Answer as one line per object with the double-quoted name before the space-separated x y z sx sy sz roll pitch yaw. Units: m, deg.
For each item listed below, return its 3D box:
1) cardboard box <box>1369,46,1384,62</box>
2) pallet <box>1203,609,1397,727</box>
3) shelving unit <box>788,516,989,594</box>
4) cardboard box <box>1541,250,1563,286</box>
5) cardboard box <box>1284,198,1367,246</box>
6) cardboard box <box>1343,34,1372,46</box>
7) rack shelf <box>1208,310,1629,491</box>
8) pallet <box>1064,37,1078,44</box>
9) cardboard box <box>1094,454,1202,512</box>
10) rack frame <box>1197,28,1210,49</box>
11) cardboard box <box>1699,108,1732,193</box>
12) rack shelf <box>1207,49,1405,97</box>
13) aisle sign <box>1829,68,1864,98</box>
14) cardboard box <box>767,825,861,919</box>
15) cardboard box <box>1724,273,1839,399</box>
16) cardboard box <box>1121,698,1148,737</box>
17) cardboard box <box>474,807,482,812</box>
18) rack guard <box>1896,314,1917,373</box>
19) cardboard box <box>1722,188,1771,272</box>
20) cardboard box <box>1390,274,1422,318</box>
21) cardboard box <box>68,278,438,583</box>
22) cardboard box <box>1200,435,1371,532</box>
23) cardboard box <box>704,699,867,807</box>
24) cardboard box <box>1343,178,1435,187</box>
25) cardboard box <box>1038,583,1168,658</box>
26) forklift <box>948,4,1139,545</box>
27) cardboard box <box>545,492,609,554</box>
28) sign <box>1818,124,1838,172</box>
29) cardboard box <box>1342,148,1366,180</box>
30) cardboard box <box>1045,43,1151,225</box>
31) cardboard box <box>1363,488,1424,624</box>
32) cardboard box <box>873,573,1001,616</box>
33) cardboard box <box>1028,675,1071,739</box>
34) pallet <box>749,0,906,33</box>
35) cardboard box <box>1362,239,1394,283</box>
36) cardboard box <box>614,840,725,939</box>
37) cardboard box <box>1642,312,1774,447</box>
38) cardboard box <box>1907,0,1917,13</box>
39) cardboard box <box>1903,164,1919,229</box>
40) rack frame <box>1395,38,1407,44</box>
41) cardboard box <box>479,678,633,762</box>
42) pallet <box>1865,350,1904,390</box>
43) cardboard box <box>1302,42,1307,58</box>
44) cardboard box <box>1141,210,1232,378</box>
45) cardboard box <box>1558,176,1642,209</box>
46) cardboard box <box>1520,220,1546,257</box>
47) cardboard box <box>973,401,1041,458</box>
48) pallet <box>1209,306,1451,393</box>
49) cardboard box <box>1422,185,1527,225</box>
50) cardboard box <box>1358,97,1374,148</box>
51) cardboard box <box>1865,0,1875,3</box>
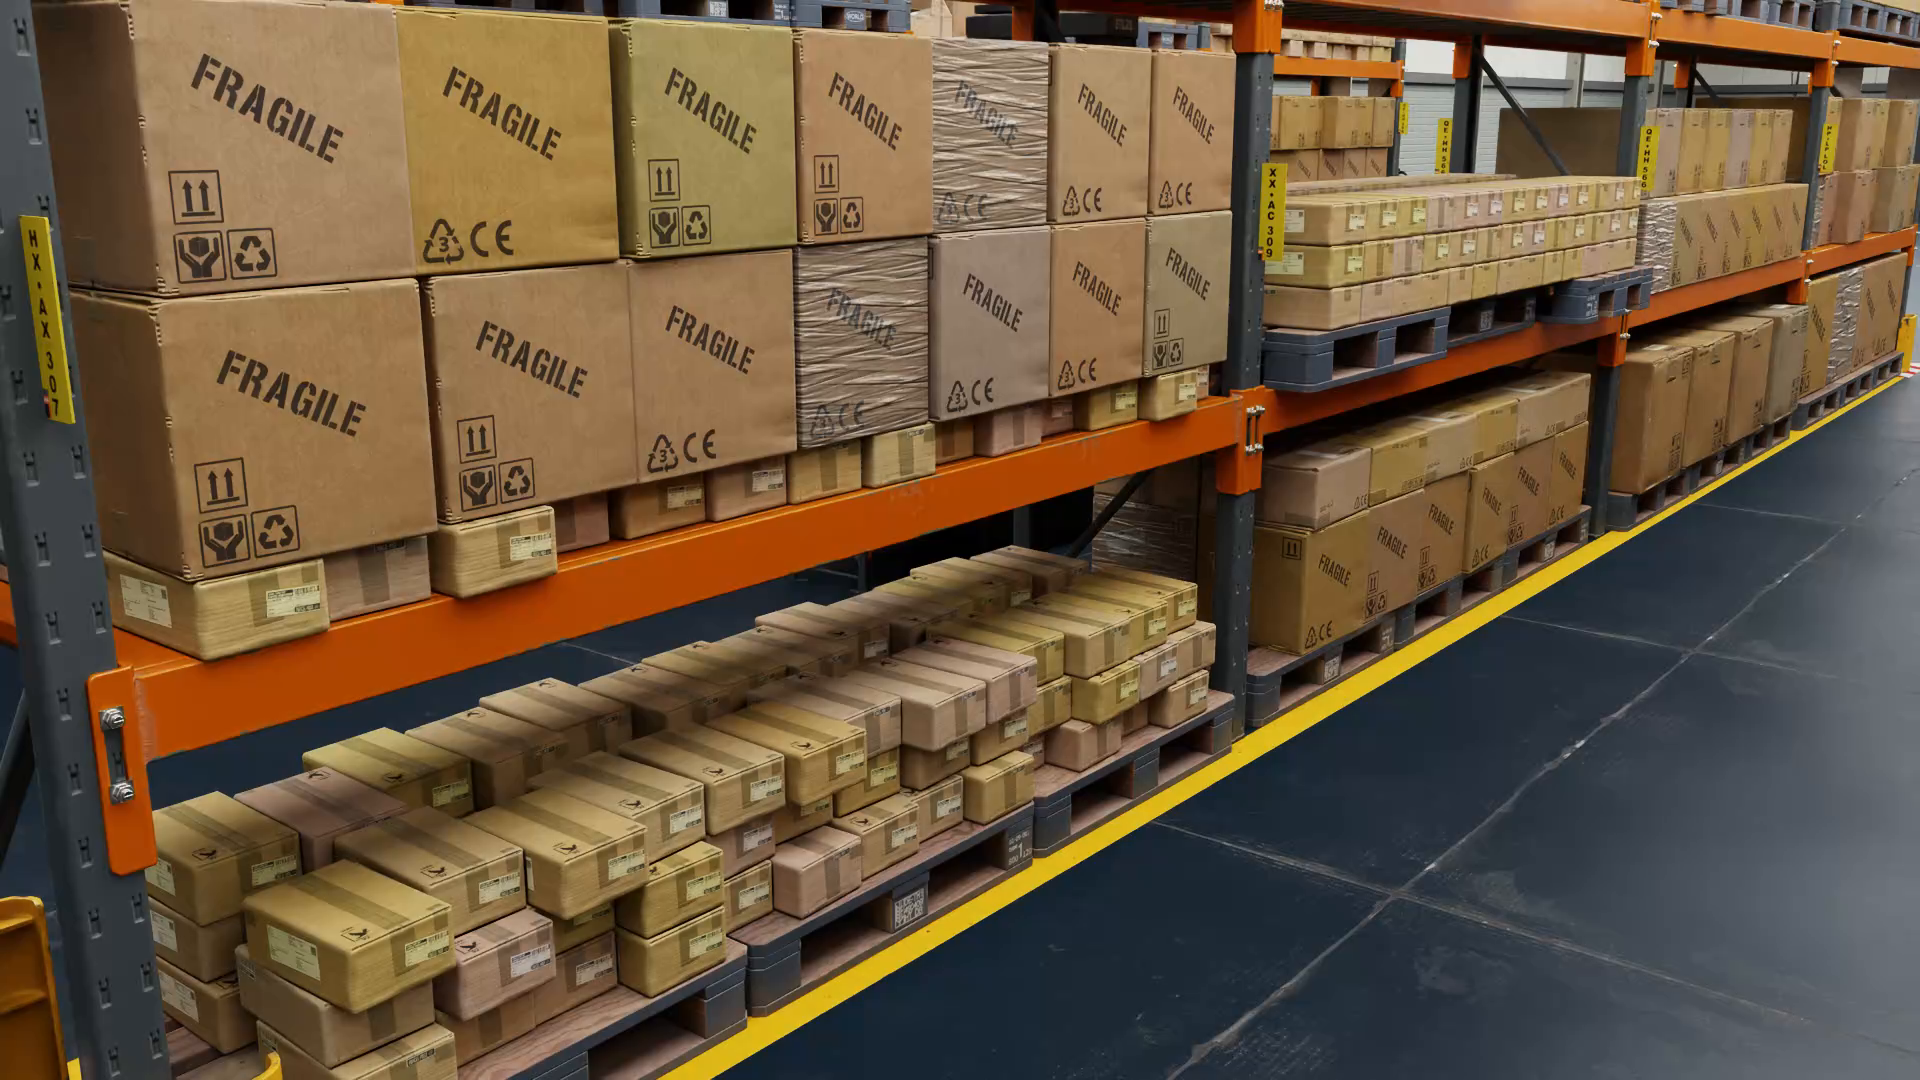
"cardboard box" 4.126 -4.993 17.103 0.380 0.149 0.250 11 18 38
"pallet" 1.124 0.422 7.034 1.003 0.211 1.213 11 18 38
"shelving unit" -0.354 -0.416 8.476 0.538 1.125 1.048 10 17 35
"cardboard box" 2.551 -1.267 7.676 0.380 0.149 0.250 10 18 35
"cardboard box" 1.241 -1.155 6.026 0.380 0.149 0.250 12 19 40
"cardboard box" 3.824 -5.117 16.781 0.500 0.250 0.500 11 18 37
"rack shelf" 1.893 -0.815 7.699 1.077 0.370 4.000 11 18 38
"pallet" 0.630 -4.121 13.542 1.213 0.211 1.003 11 18 38
"cardboard box" 0.907 -0.318 6.982 0.500 0.250 0.500 11 18 36
"rack frame" 1.750 -3.059 15.073 1.000 3.000 0.127 11 18 38
"cardboard box" 4.398 -2.458 10.471 0.700 0.500 0.500 11 18 37
"rack shelf" 3.007 -4.547 16.300 1.077 0.370 4.000 11 18 38
"aisle sign" 7.989 -4.399 15.065 0.394 0.787 0.004 11 18 38
"cardboard box" -0.492 0.872 4.536 0.380 0.149 0.250 10 17 35
"cardboard box" 6.113 -1.596 12.775 0.875 0.875 0.875 12 18 38
"cardboard box" 0.426 0.562 5.754 0.380 0.149 0.250 12 18 39
"cardboard box" -1.194 0.739 4.455 0.380 0.149 0.250 11 18 37
"rack guard" 8.193 -1.872 15.475 1.175 0.500 0.348 11 18 38
"cardboard box" 4.908 -2.026 10.803 0.500 0.500 0.500 11 18 38
"cardboard box" 1.571 -0.968 6.498 0.380 0.149 0.250 11 18 38
"cardboard box" -1.381 -0.250 3.209 0.500 0.500 0.500 12 19 40
"cardboard box" 1.306 -0.237 6.663 0.500 0.250 0.500 10 18 35
"cardboard box" -0.473 0.573 4.506 0.380 0.149 0.250 12 18 38
"cardboard box" 2.049 -1.657 8.003 0.380 0.149 0.250 12 19 40
"cardboard box" 0.485 0.273 5.685 0.380 0.149 0.250 12 18 38
"forklift" 0.832 -1.704 9.878 1.130 2.935 3.031 10 17 35
"cardboard box" -1.025 -0.073 3.829 0.380 0.149 0.250 12 19 40
"sign" 6.092 -2.753 11.678 0.100 0.325 0.005 11 18 38
"cardboard box" 3.819 -3.776 17.088 0.500 0.500 0.500 11 18 38
"cardboard box" 0.230 -1.226 5.019 0.500 0.500 0.500 11 18 36
"cardboard box" 1.638 0.025 7.154 0.500 0.500 0.500 12 19 40
"cardboard box" -0.082 0.243 5.803 0.380 0.149 0.250 11 18 37
"cardboard box" 0.136 0.504 5.381 0.380 0.149 0.250 11 18 38
"pallet" -1.127 -3.524 11.194 1.213 0.211 1.003 12 19 40
"cardboard box" 1.402 -1.061 6.259 0.380 0.149 0.250 11 18 36
"cardboard box" -0.803 0.822 4.126 0.380 0.149 0.250 12 19 39
"cardboard box" 4.734 -1.109 11.111 1.050 0.750 0.750 11 18 38
"cardboard box" 7.433 -4.303 13.332 0.380 0.149 0.250 11 18 38
"cardboard box" 7.980 -3.073 14.823 0.875 0.550 0.550 11 18 38
"rack frame" 4.264 -6.733 17.350 1.000 3.000 0.127 11 18 38
"cardboard box" -1.139 0.527 4.687 0.380 0.149 0.250 12 19 40
"pallet" 7.736 -1.562 14.842 1.003 0.211 1.213 11 18 38
"cardboard box" 3.108 -4.709 15.984 0.380 0.149 0.250 11 18 38
"cardboard box" 0.551 -0.837 5.517 0.500 0.500 0.500 11 18 38
"cardboard box" 3.198 -1.752 8.376 0.380 0.149 0.250 10 18 35
"cardboard box" 2.384 -1.360 7.437 0.380 0.149 0.250 12 18 39
"cardboard box" 0.018 -0.357 4.948 0.380 0.149 0.250 10 18 35
"pallet" 1.229 -0.811 6.614 1.003 0.211 1.213 11 18 38
"cardboard box" 2.220 -1.455 7.206 0.380 0.149 0.250 12 19 39
"cardboard box" 3.789 -4.275 17.021 0.700 0.500 0.500 11 18 38
"cardboard box" 6.476 -4.011 12.182 0.380 0.149 0.250 11 18 37
